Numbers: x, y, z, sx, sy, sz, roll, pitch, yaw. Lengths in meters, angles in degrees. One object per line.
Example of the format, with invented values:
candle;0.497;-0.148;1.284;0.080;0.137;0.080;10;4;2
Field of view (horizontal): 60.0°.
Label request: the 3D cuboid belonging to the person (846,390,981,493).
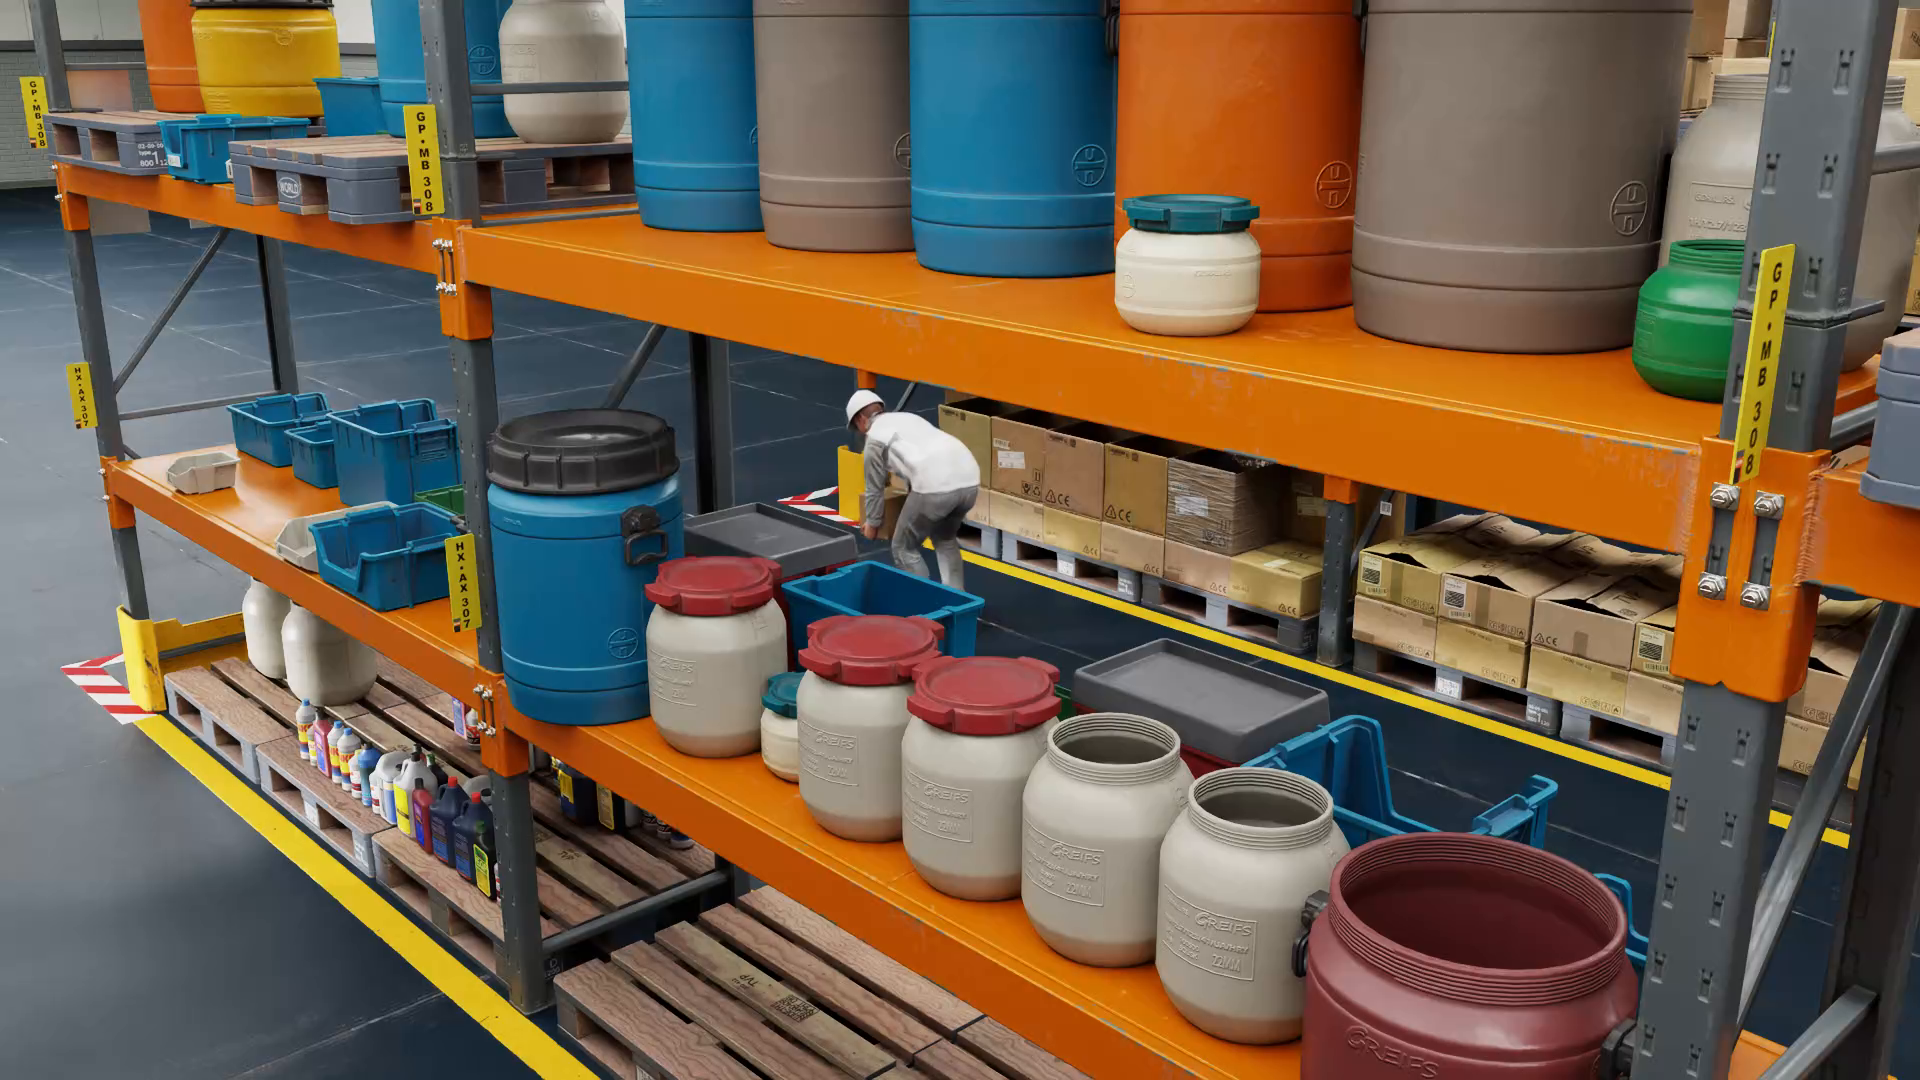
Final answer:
person;-0.307;-0.195;9.908;0.949;1.317;0.455;16;24;42
